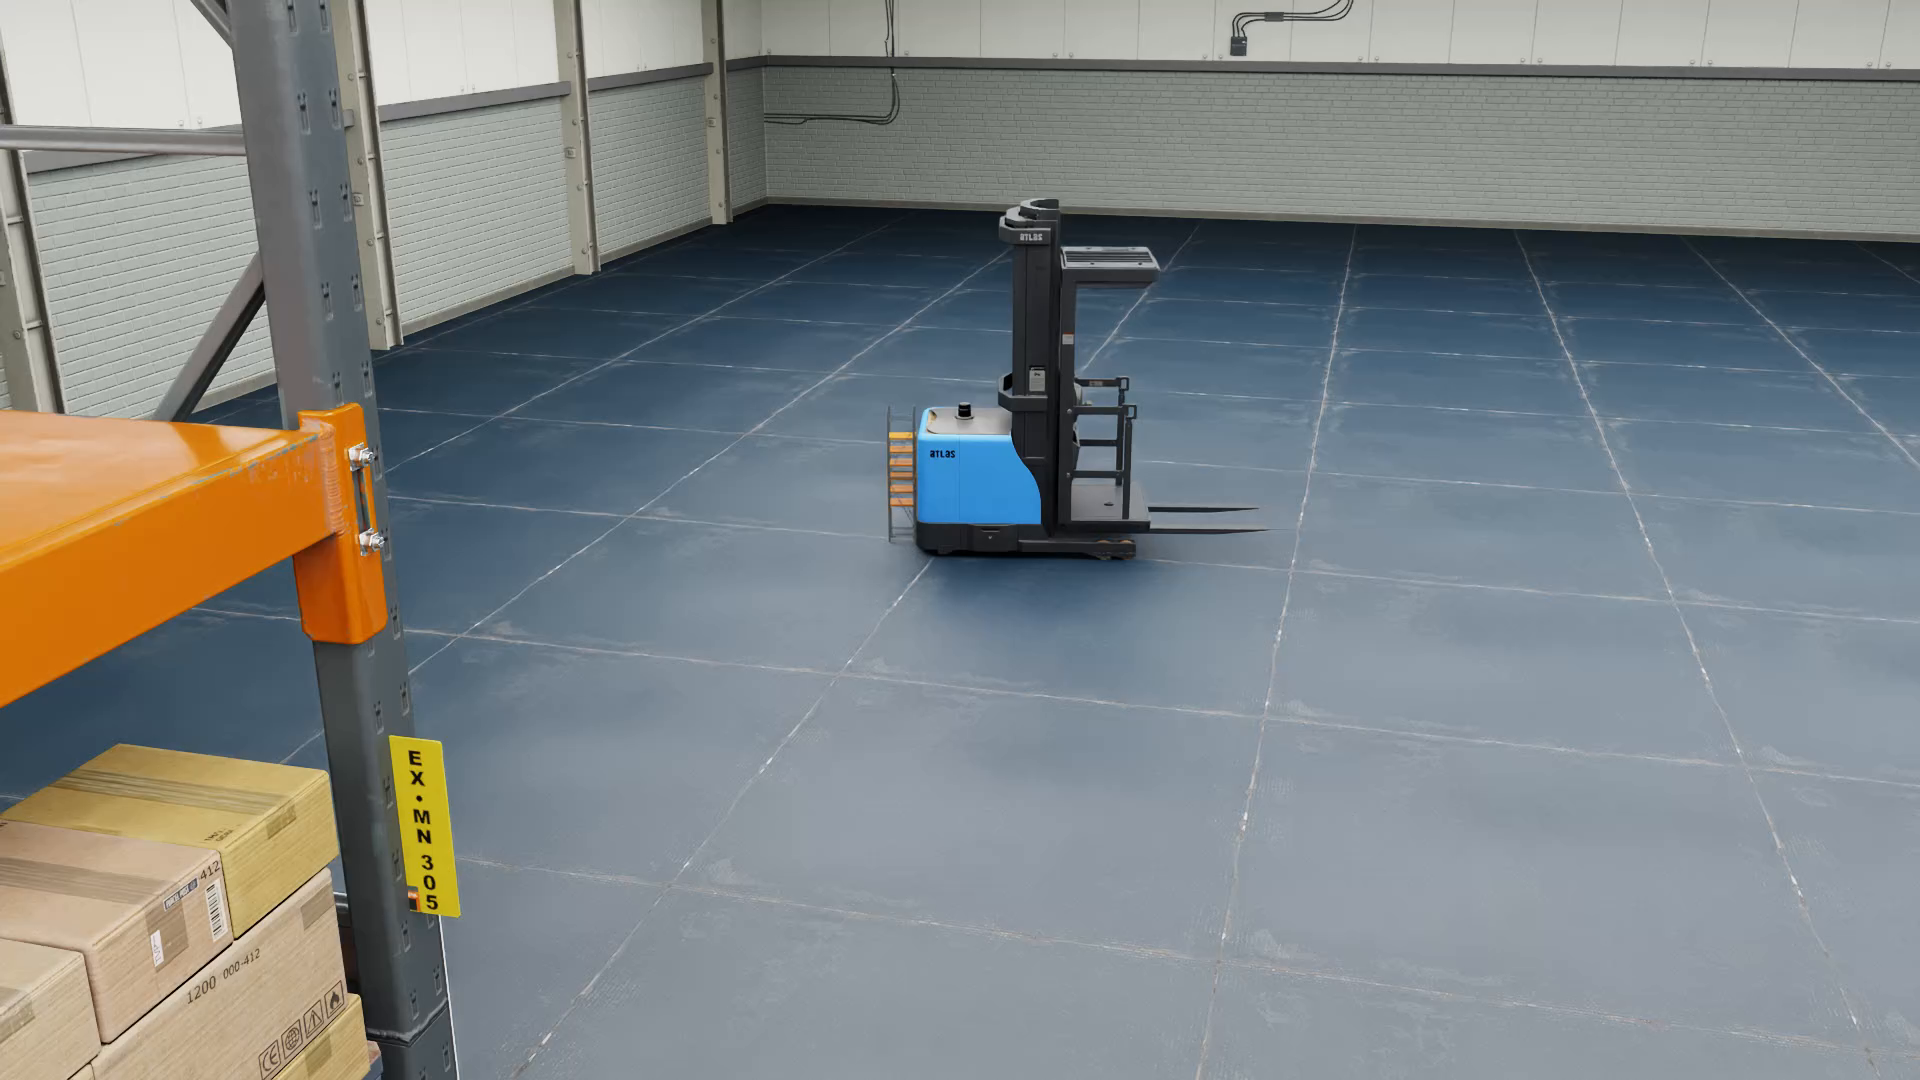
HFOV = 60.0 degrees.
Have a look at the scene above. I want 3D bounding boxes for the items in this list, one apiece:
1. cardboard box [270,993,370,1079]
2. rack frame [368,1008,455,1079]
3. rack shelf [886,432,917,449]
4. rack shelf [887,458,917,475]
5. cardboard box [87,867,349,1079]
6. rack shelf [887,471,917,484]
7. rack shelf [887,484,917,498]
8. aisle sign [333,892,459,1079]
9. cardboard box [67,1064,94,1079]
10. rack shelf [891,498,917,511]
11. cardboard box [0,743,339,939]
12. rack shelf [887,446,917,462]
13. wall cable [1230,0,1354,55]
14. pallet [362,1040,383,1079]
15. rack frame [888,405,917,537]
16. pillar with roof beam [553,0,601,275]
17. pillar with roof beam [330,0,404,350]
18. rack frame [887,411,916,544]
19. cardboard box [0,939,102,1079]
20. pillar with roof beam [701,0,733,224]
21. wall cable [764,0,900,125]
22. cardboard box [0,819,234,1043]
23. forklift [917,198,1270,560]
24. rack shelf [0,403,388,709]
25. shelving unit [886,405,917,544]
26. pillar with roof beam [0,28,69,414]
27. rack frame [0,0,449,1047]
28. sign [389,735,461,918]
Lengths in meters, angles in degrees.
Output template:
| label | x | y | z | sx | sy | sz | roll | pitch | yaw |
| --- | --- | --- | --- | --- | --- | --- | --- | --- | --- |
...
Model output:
| label | x | y | z | sx | sy | sz | roll | pitch | yaw |
| --- | --- | --- | --- | --- | --- | --- | --- | --- | --- |
| cardboard box | -1.166 | 0.816 | 2.602 | 0.380 | 0.149 | 0.250 | 5 | 19 | 13 |
| rack frame | -1.414 | 2.231 | 3.514 | 1.000 | 3.000 | 0.127 | 5 | 19 | 13 |
| rack shelf | -0.504 | -0.865 | 14.388 | 0.258 | 0.103 | 0.180 | 0 | 19 | 0 |
| rack shelf | -0.504 | -0.638 | 14.465 | 0.258 | 0.103 | 0.180 | 0 | 19 | 0 |
| cardboard box | -1.262 | 0.672 | 2.408 | 0.500 | 0.250 | 0.500 | 5 | 19 | 14 |
| rack shelf | -0.504 | -0.524 | 14.504 | 0.258 | 0.103 | 0.180 | 0 | 19 | 0 |
| rack shelf | -0.504 | -0.411 | 14.543 | 0.258 | 0.103 | 0.180 | 0 | 19 | 0 |
| aisle sign | -1.105 | 1.003 | 3.090 | 0.394 | 0.787 | 0.004 | 5 | 19 | 13 |
| cardboard box | -1.385 | 0.828 | 1.949 | 0.500 | 0.250 | 0.500 | 5 | 19 | 13 |
| rack shelf | -0.504 | -0.297 | 14.581 | 0.258 | 0.103 | 0.180 | 0 | 19 | 0 |
| cardboard box | -1.167 | 0.440 | 2.469 | 0.380 | 0.149 | 0.250 | 5 | 19 | 14 |
| rack shelf | -0.504 | -0.751 | 14.426 | 0.258 | 0.103 | 0.180 | 0 | 19 | 0 |
| wall cable | 6.437 | -12.287 | 31.477 | 2.305 | 6.003 | 0.169 | 5 | 19 | 13 |
| pallet | -1.585 | 1.087 | 2.360 | 1.003 | 0.211 | 1.213 | 5 | 19 | 13 |
| rack frame | -0.503 | -0.596 | 14.576 | 0.240 | 1.200 | 0.006 | 0 | 19 | 0 |
| pillar with roof beam | -2.058 | -8.393 | 25.338 | 9.100 | 9.000 | 0.400 | 5 | 19 | 13 |
| pillar with roof beam | -3.524 | -6.512 | 19.832 | 9.100 | 9.000 | 0.400 | 5 | 19 | 13 |
| rack frame | -0.505 | -0.537 | 14.403 | 0.240 | 1.200 | 0.006 | 0 | 19 | 0 |
| cardboard box | -1.292 | 0.598 | 2.005 | 0.380 | 0.149 | 0.250 | 5 | 19 | 14 |
| pillar with roof beam | -0.592 | -10.274 | 30.844 | 9.100 | 9.000 | 0.400 | 5 | 19 | 13 |
| wall cable | -2.765 | -9.963 | 34.739 | 3.097 | 2.526 | 0.112 | 5 | 19 | 13 |
| cardboard box | -1.229 | 0.518 | 2.241 | 0.380 | 0.149 | 0.250 | 5 | 19 | 14 |
| forklift | 1.156 | -1.390 | 14.224 | 3.031 | 2.935 | 1.130 | 1 | 19 | 2 |
| rack shelf | -1.902 | 0.549 | 0.890 | 1.077 | 0.370 | 4.000 | 5 | 19 | 13 |
| shelving unit | -0.504 | -0.566 | 14.490 | 0.258 | 1.200 | 0.189 | 0 | 19 | 0 |
| pillar with roof beam | -4.990 | -4.632 | 14.326 | 9.100 | 9.000 | 0.400 | 5 | 19 | 13 |
| rack frame | -1.414 | -0.608 | 2.544 | 1.000 | 3.000 | 0.127 | 5 | 19 | 13 |
| sign | -0.891 | 0.478 | 2.761 | 0.100 | 0.325 | 0.005 | 5 | 19 | 13 |
